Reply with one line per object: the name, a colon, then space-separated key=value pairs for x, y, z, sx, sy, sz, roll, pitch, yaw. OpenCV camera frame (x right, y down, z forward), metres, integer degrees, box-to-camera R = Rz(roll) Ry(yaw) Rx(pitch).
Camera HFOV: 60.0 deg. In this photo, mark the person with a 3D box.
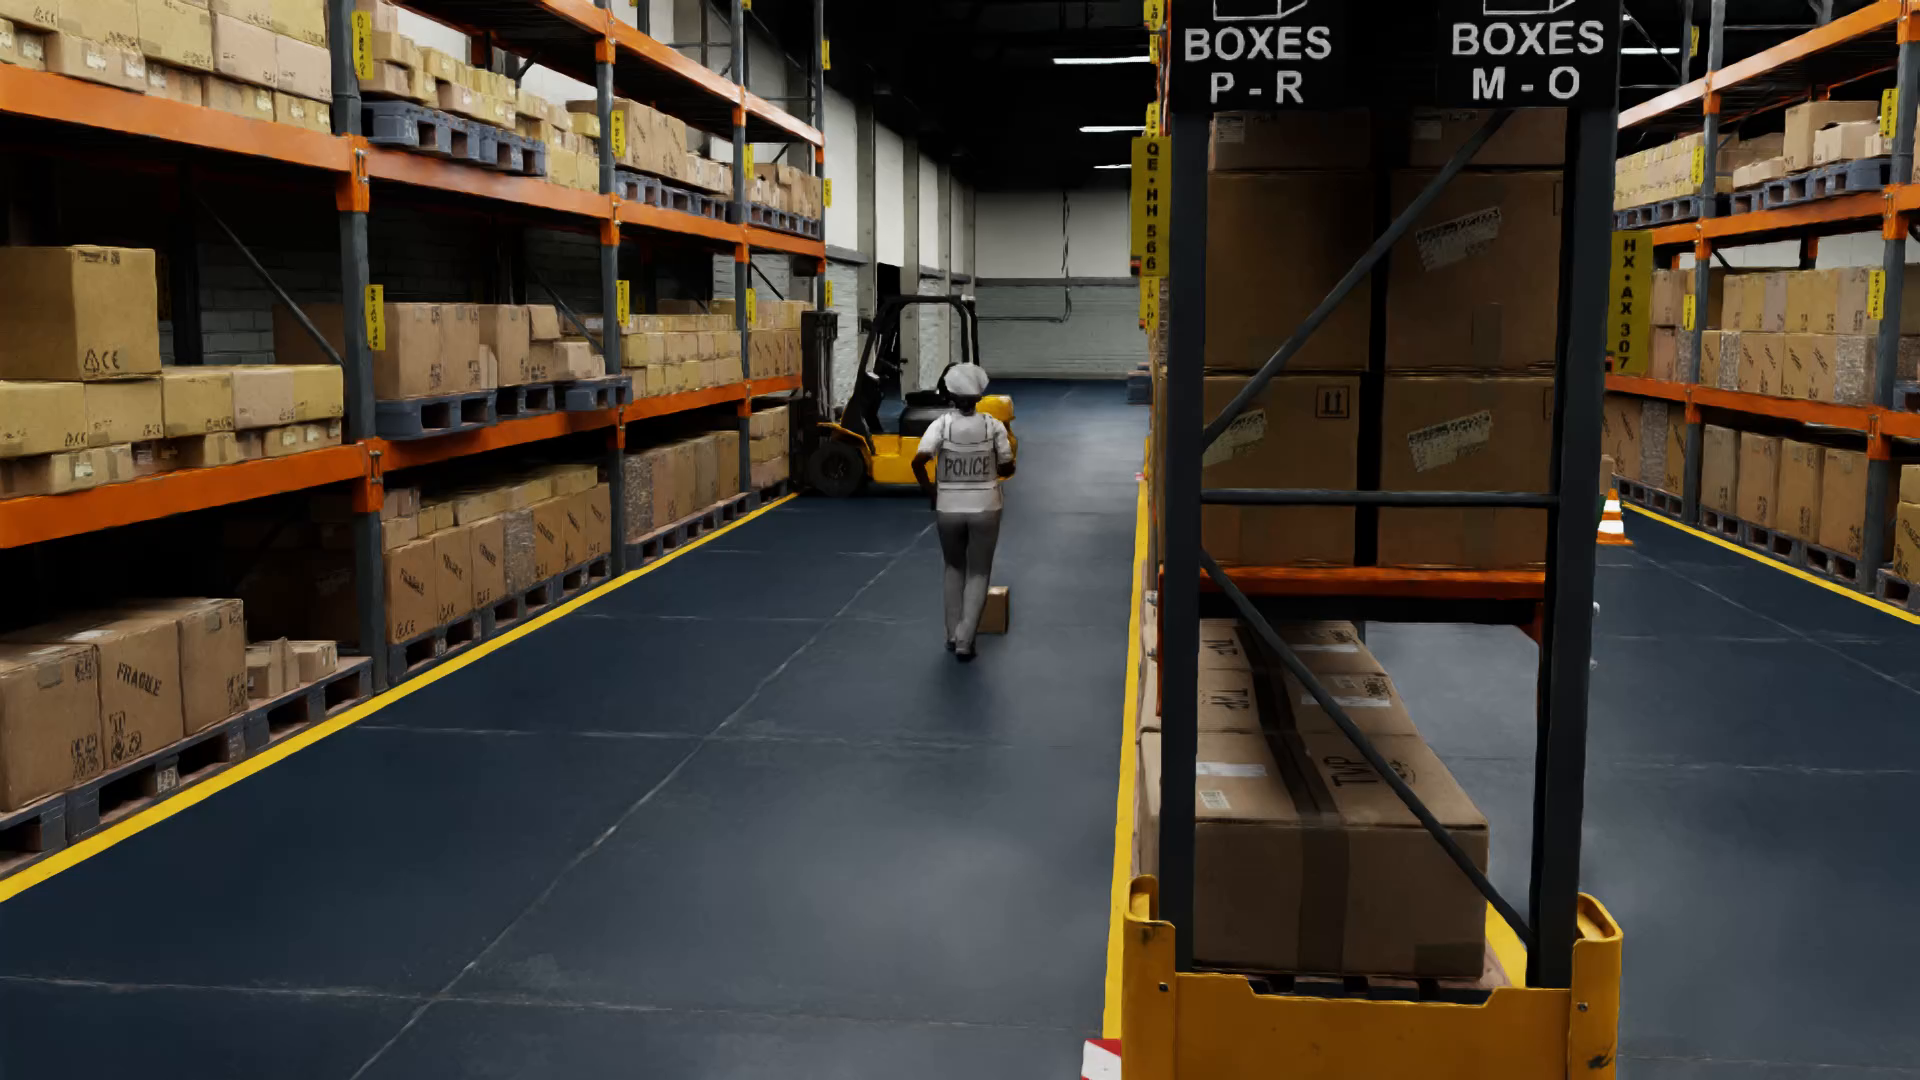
person: x=0.037 y=-0.145 z=9.479 sx=0.558 sy=1.728 sz=0.616 roll=1 pitch=8 yaw=7
